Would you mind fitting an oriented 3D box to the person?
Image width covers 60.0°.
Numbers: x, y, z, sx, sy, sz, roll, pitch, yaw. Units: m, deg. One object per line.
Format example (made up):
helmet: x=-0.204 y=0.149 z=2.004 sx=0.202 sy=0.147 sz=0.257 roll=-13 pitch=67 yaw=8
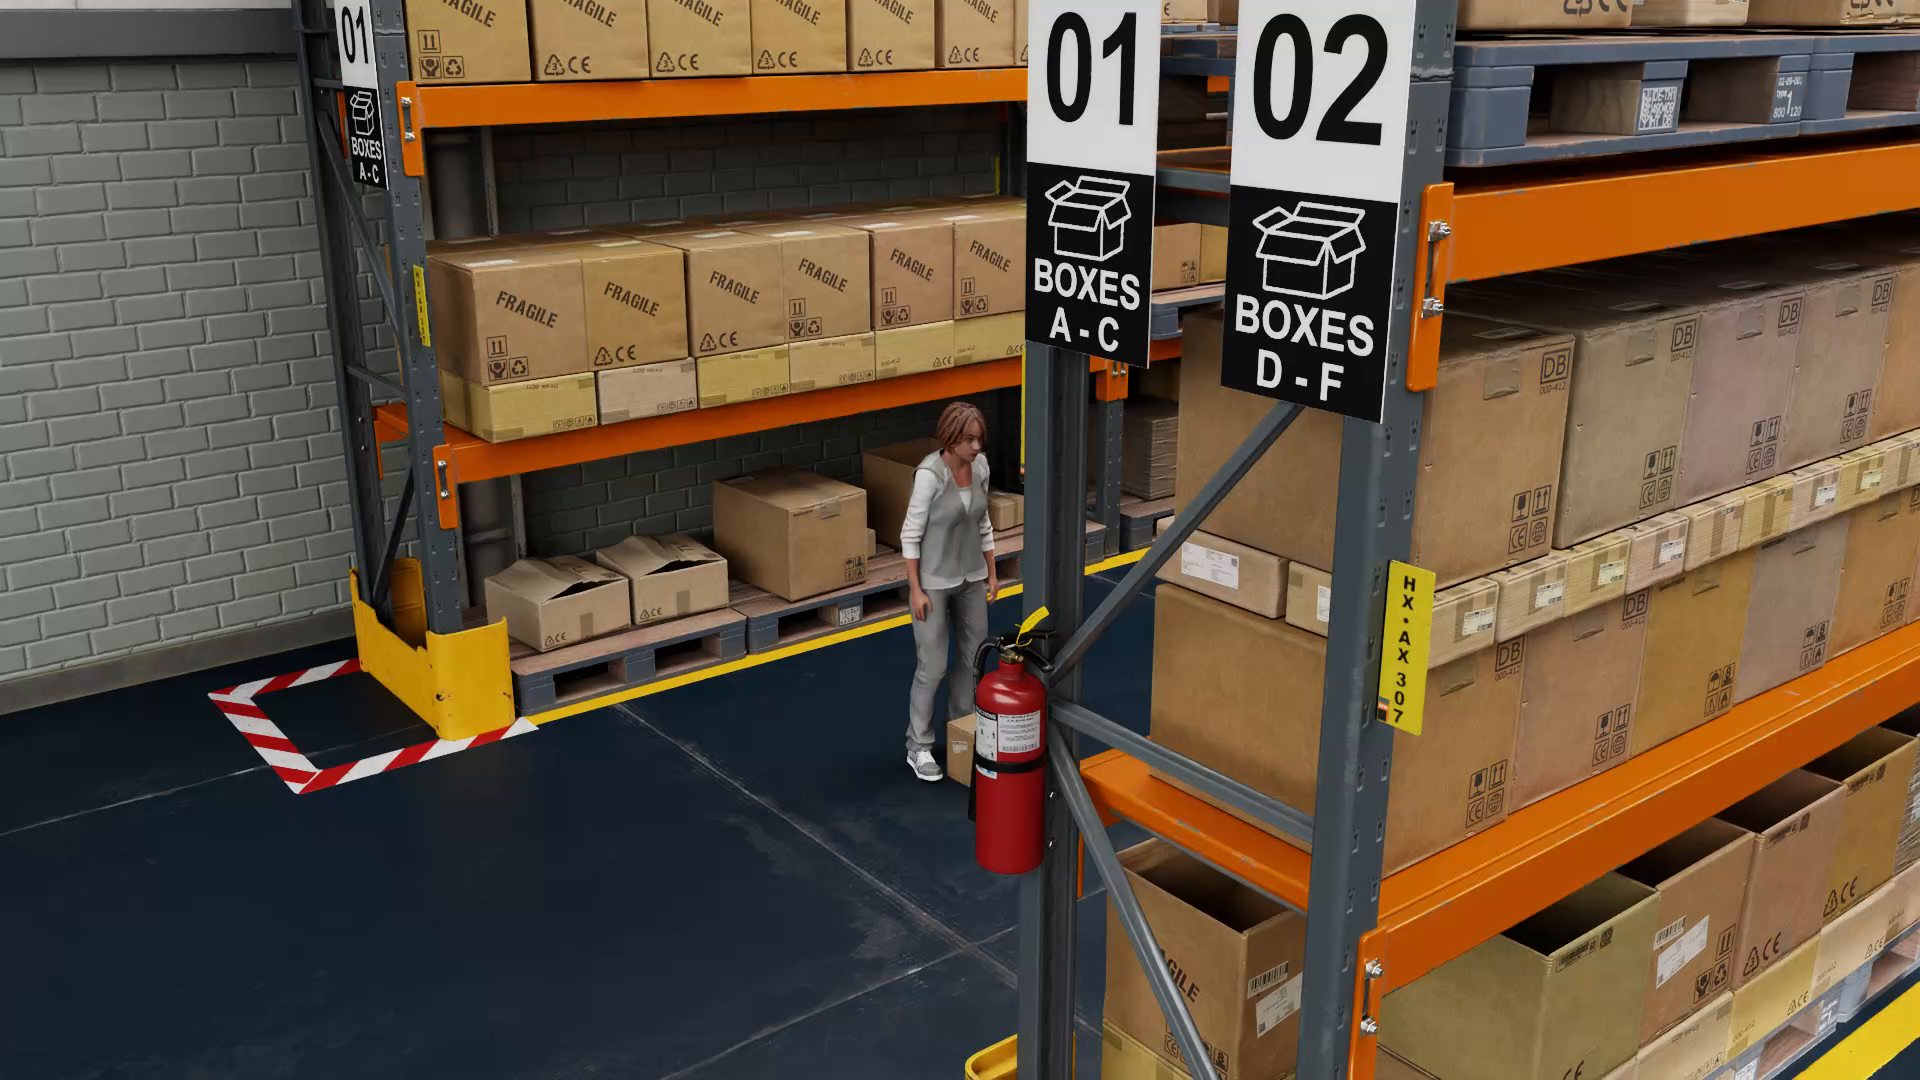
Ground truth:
person: x=-0.039 y=0.194 z=6.974 sx=0.463 sy=1.593 sz=0.344 roll=-14 pitch=22 yaw=-36
